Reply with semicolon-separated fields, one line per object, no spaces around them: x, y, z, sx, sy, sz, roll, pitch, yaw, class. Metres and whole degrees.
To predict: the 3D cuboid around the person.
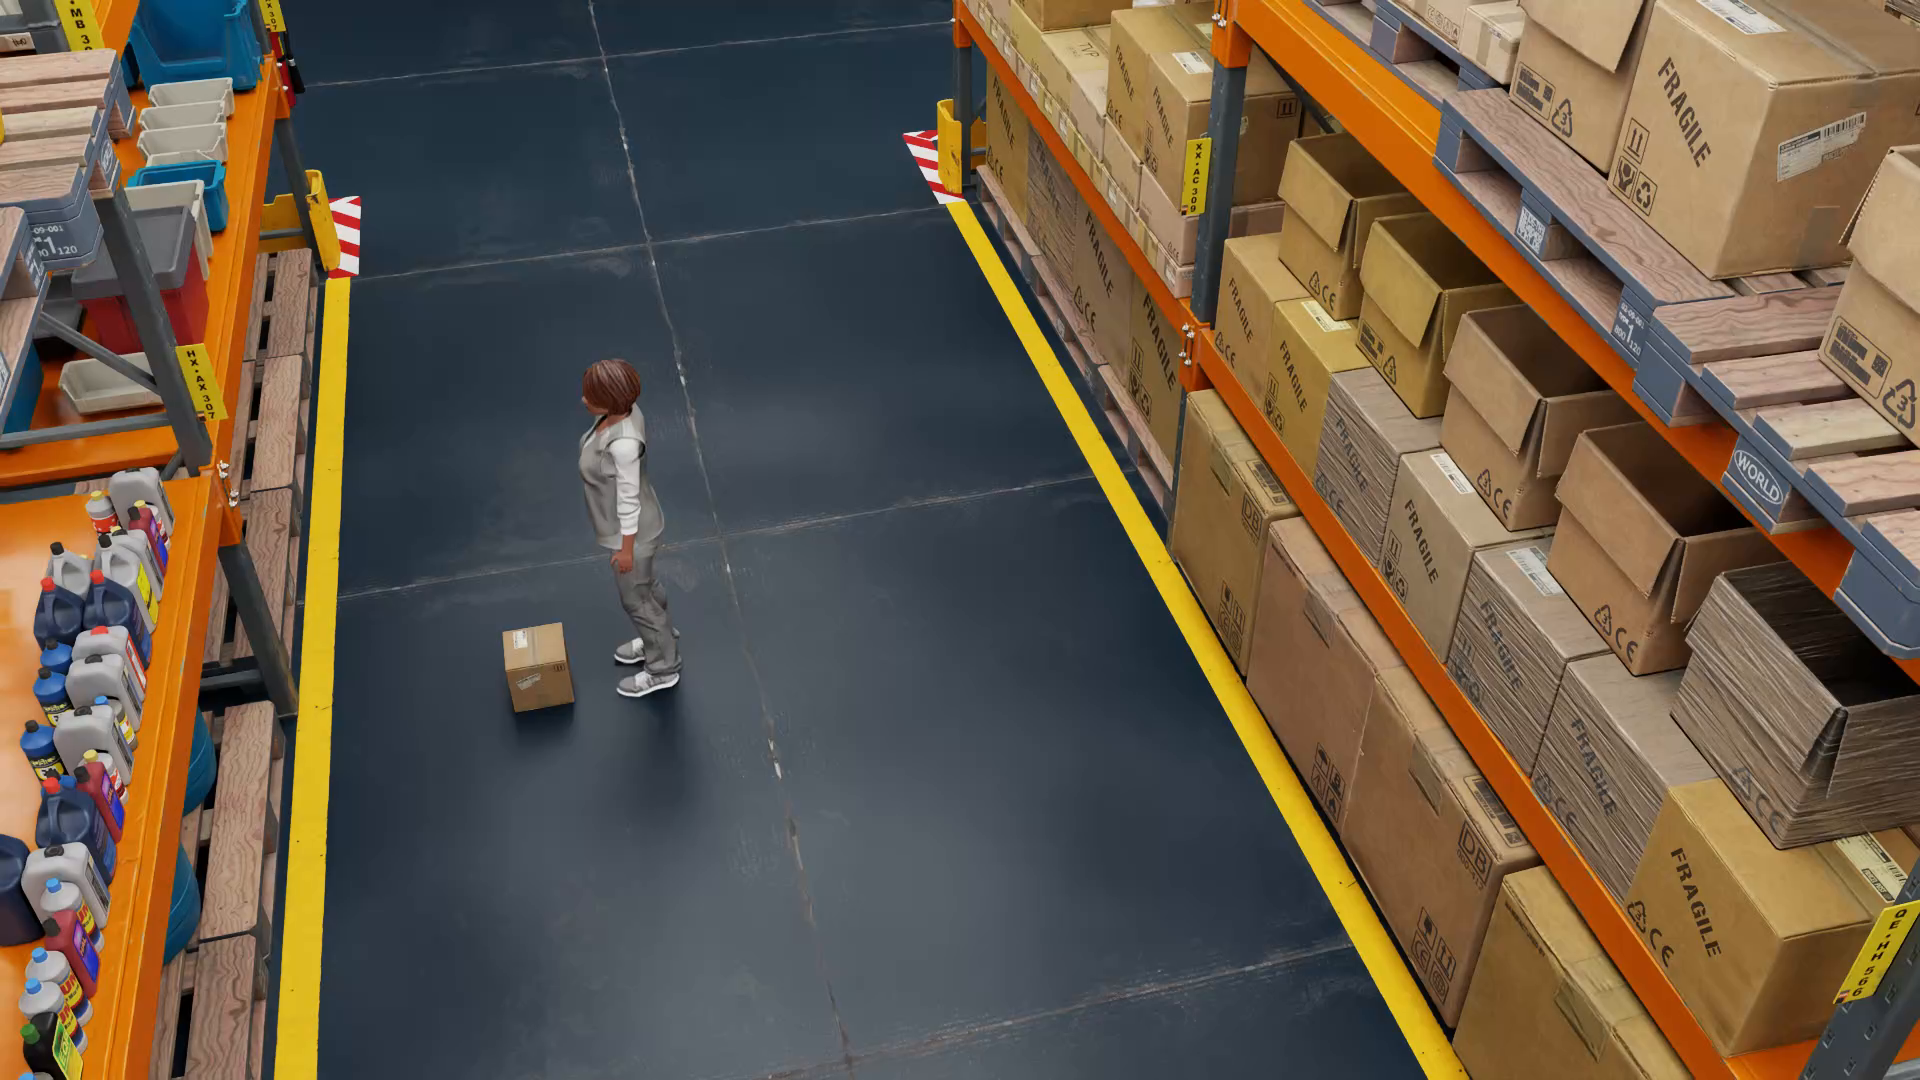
-1.368;0.031;6.812;0.518;1.445;0.451;-9;40;-11;person
